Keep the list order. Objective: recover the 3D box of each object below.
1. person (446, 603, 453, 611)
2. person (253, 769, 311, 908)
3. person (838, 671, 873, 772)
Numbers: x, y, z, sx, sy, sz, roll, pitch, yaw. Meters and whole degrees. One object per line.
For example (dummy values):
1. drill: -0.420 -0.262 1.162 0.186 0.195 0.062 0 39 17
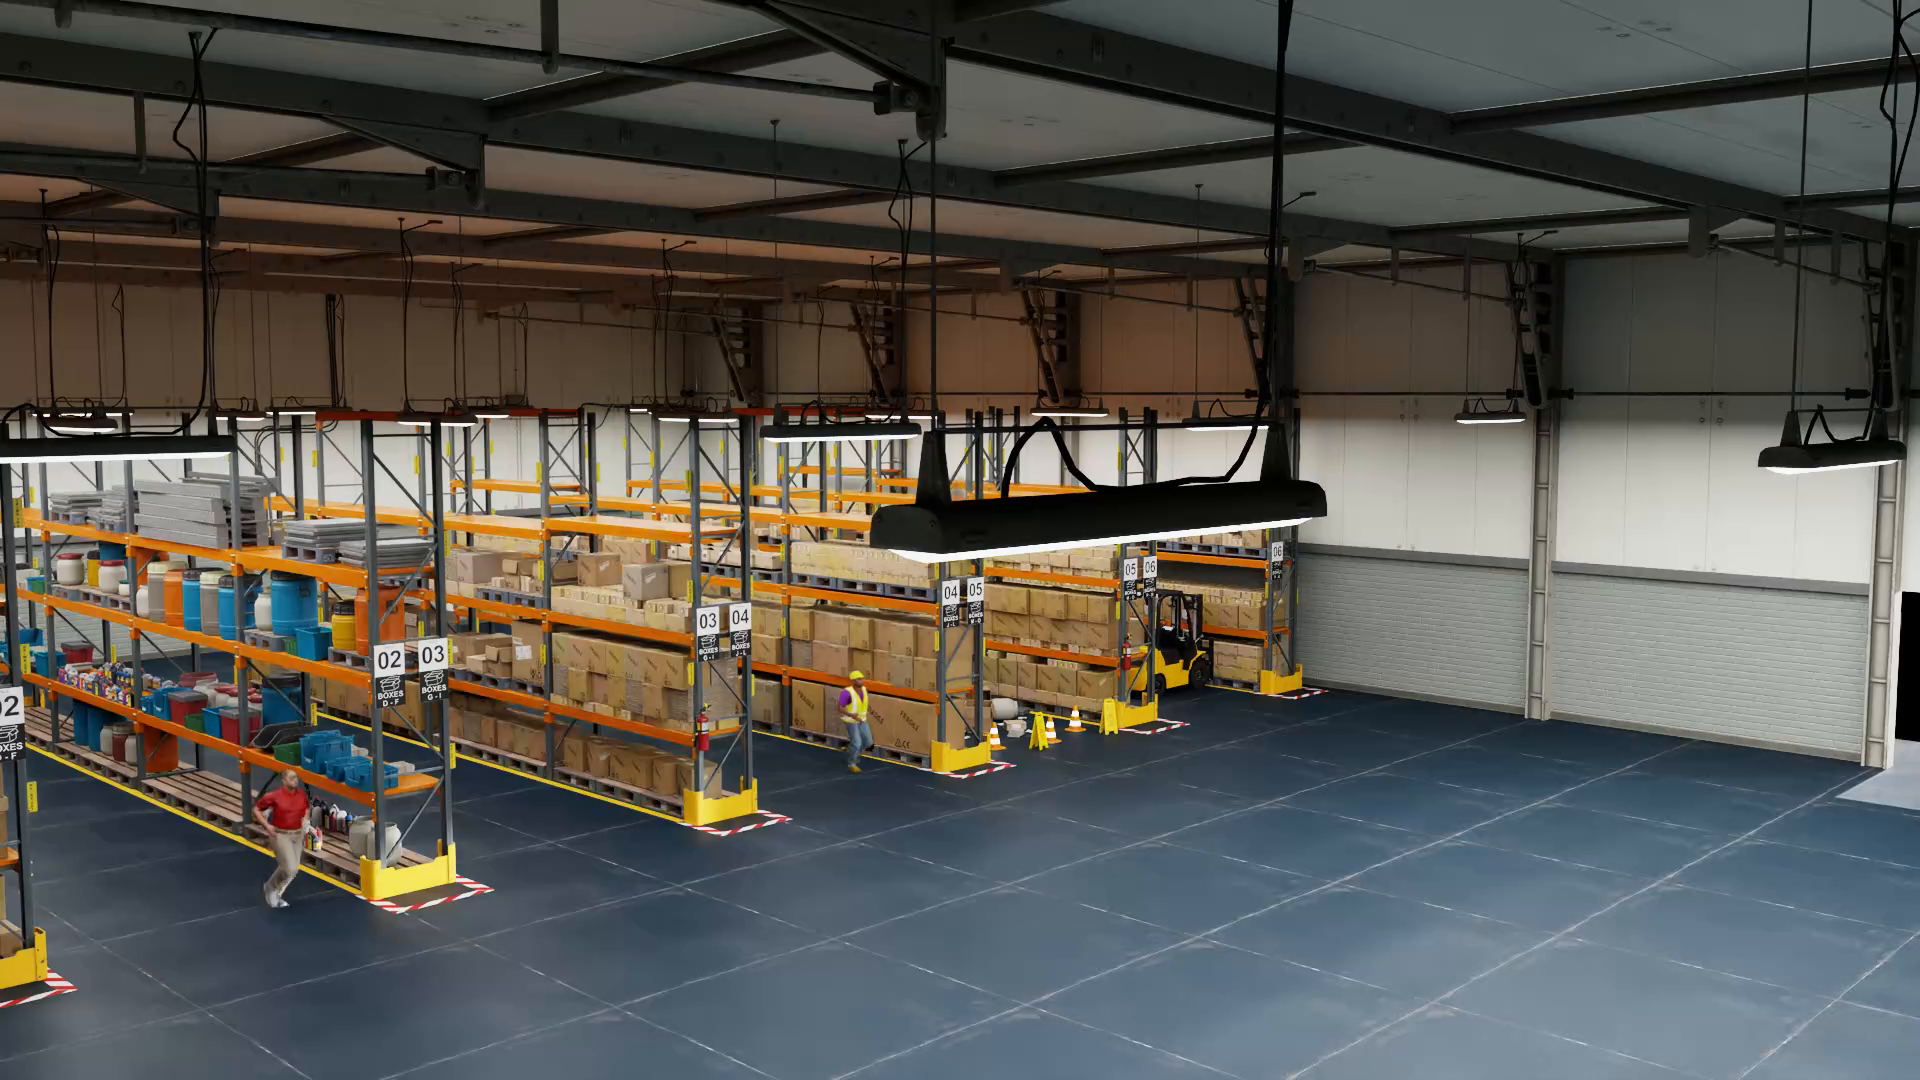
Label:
1. person: -12.306 1.911 40.205 0.707 1.742 0.880 4 7 39
2. person: -8.269 3.675 20.505 0.586 1.688 0.639 3 6 30
3. person: -1.722 3.024 27.756 0.593 1.714 0.704 5 7 43
